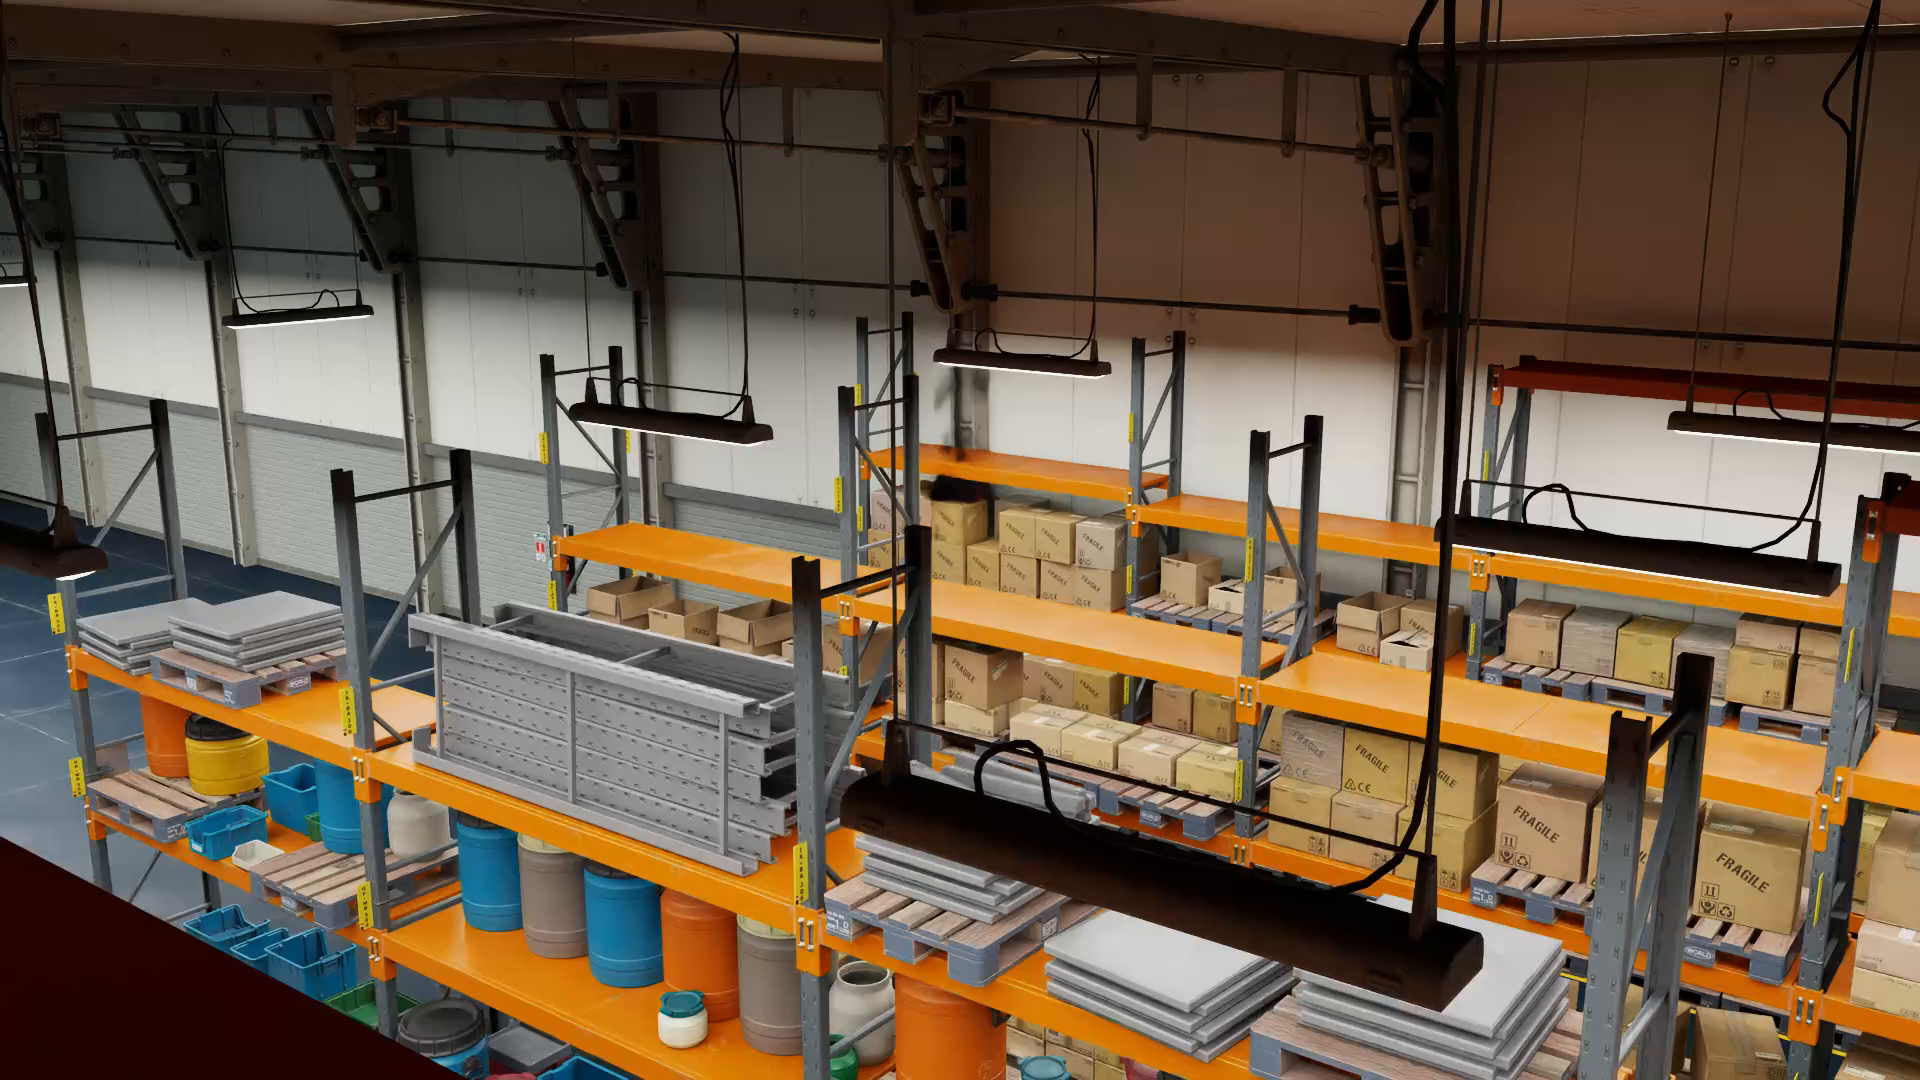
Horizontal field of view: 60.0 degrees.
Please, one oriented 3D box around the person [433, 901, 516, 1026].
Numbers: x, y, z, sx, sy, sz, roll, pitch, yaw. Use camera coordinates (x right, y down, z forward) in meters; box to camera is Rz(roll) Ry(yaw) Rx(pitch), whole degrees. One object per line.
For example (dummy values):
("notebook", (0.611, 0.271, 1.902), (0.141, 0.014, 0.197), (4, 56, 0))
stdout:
("person", (-4.468, 3.759, 15.201), (0.839, 1.793, 0.729), (4, 14, 16))
